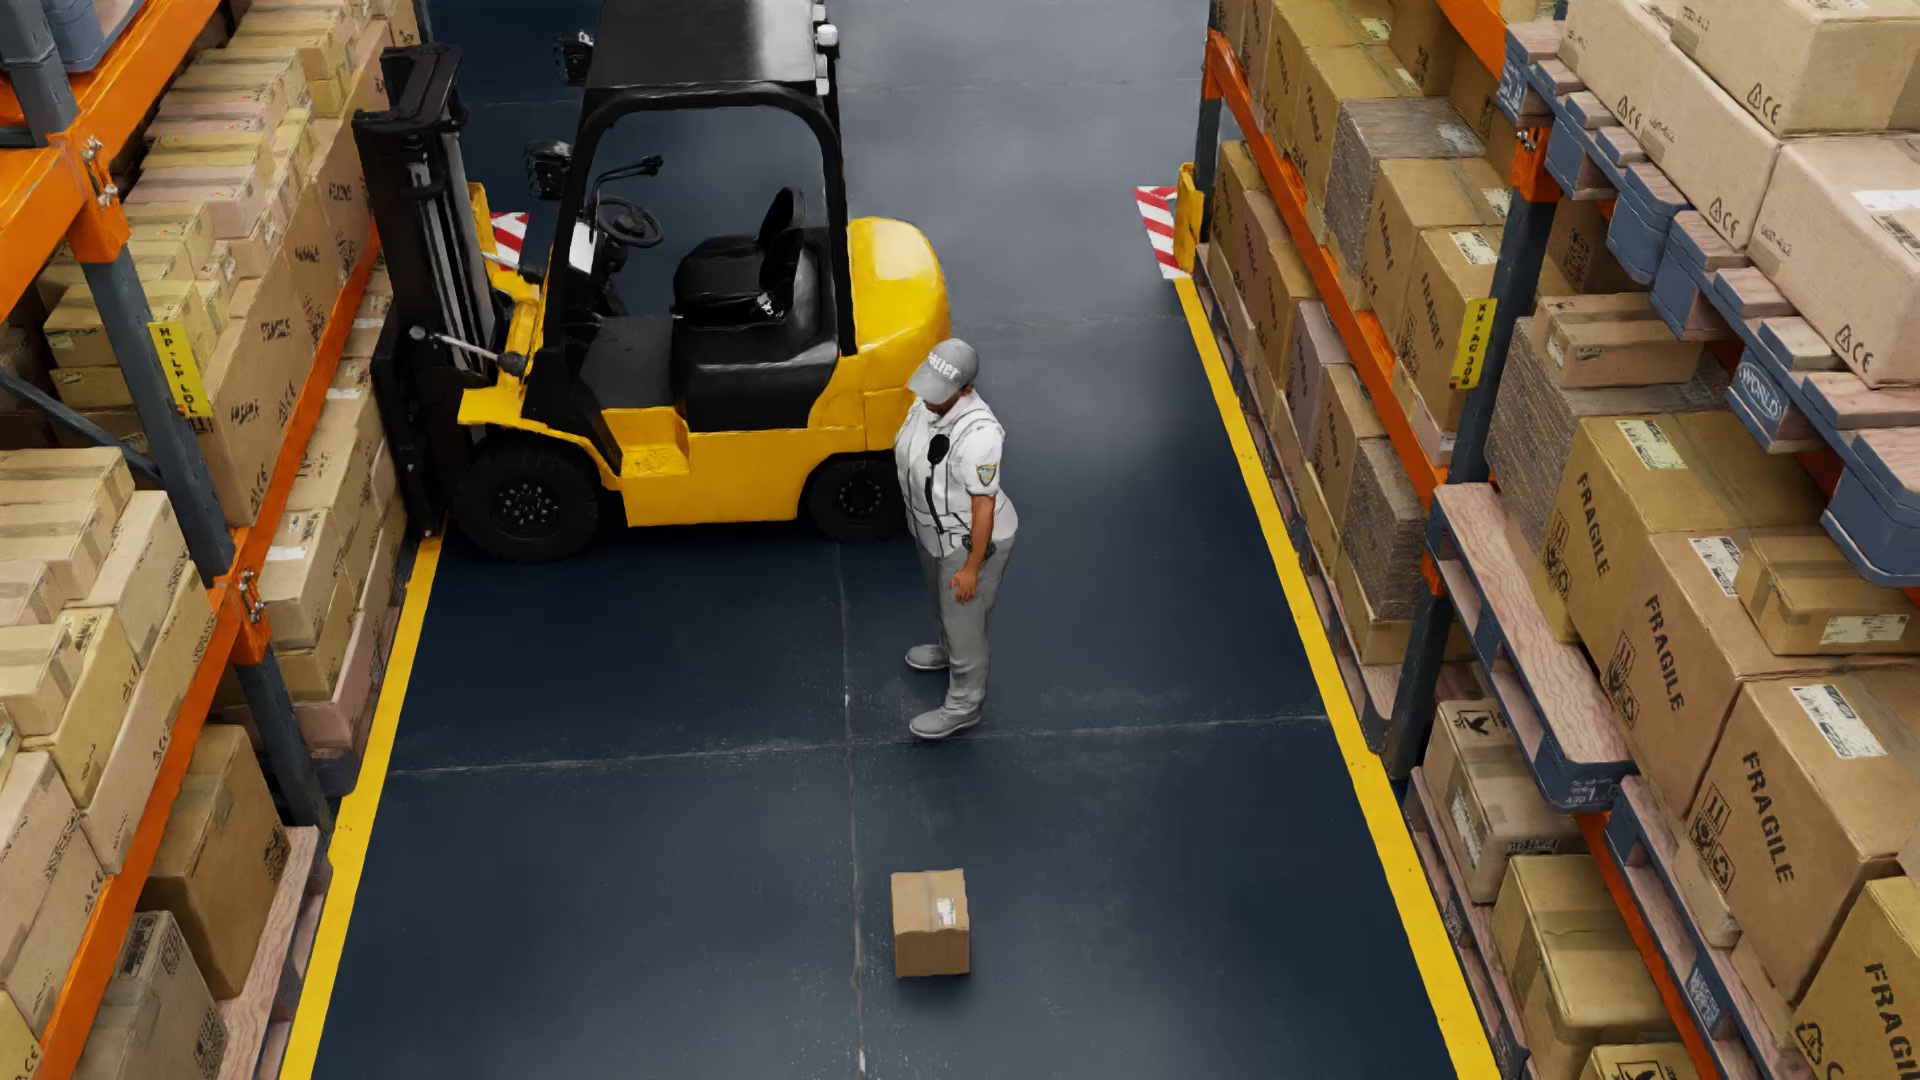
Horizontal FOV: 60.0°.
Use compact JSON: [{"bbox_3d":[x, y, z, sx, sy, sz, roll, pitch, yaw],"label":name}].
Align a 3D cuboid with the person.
[{"bbox_3d":[-0.015,-0.055,6.125,0.392,1.598,0.534,-18,43,-21],"label":"person"}]
